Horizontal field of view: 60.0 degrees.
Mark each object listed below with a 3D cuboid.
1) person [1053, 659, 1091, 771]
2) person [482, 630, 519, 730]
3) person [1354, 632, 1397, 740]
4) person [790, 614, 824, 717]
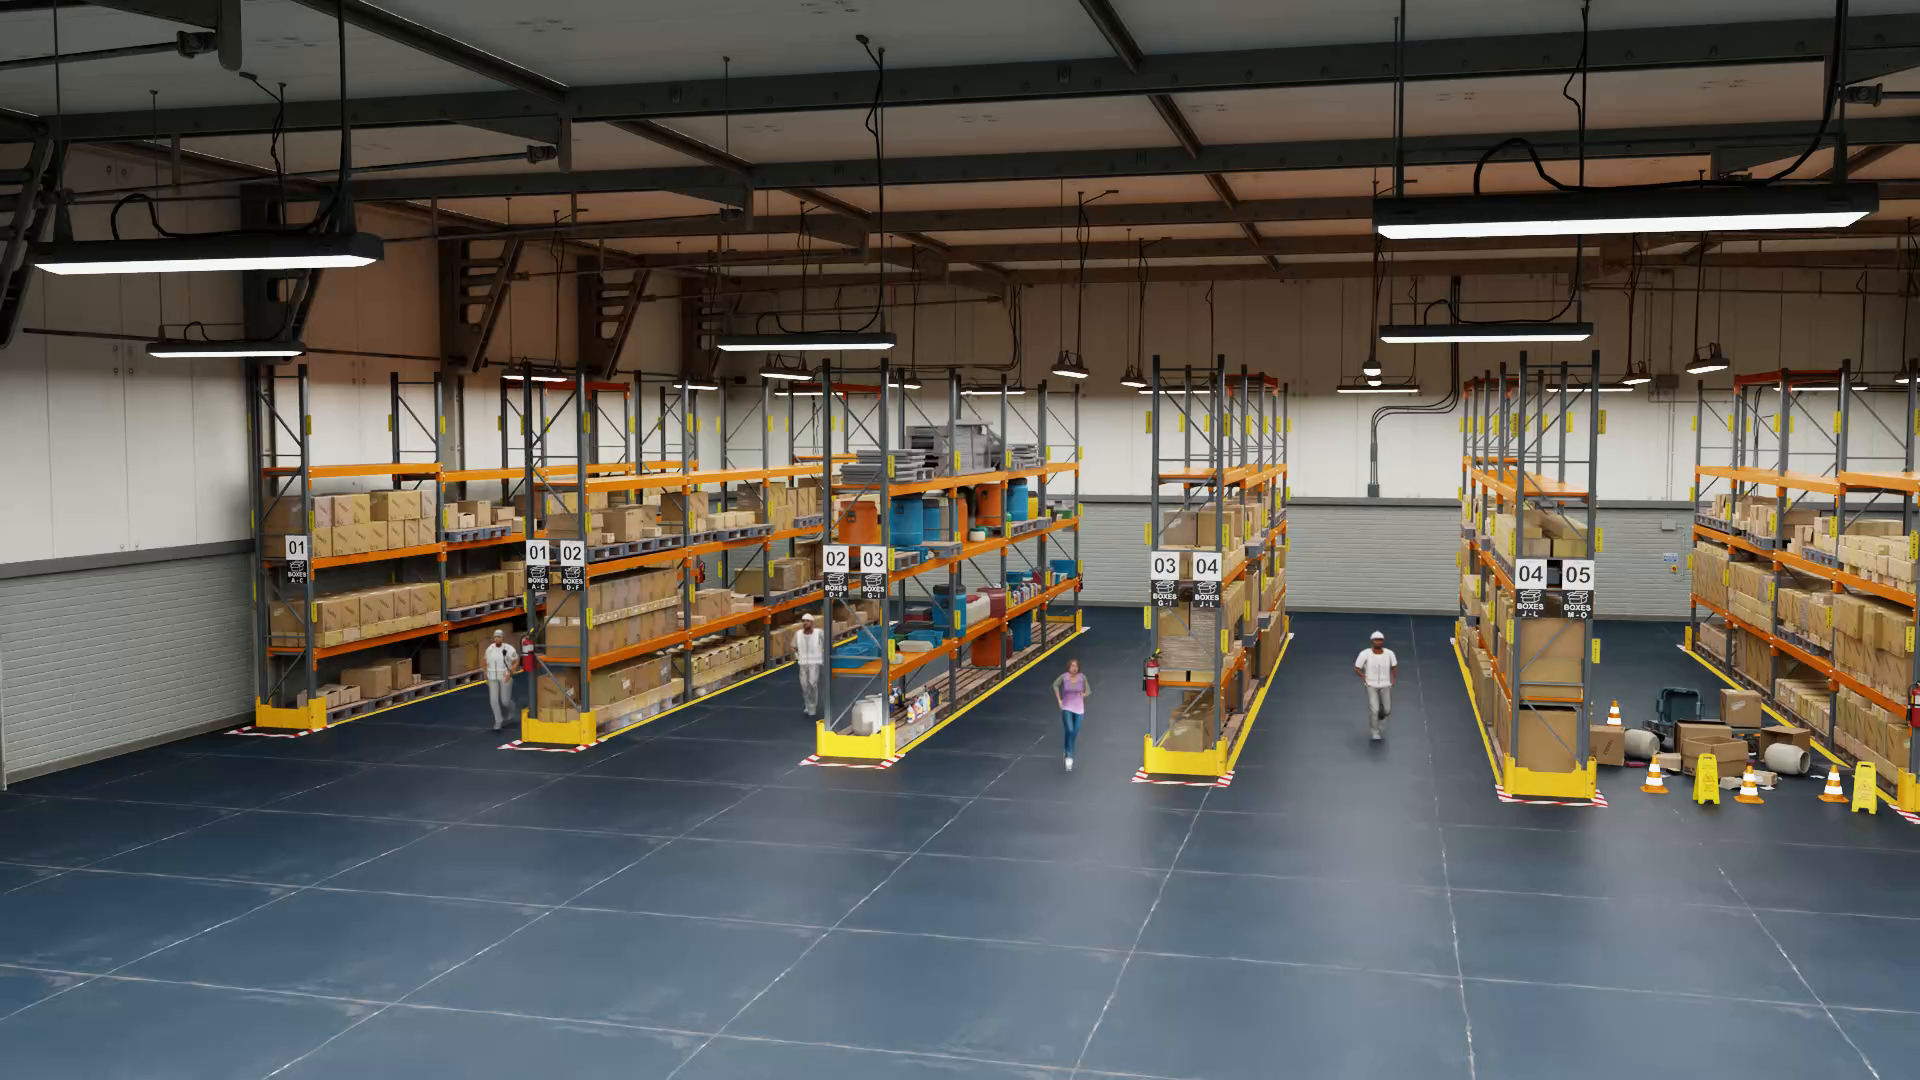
[{"bbox_3d":[1.649,2.533,24.391,0.516,1.623,0.753,-1,4,-10],"label":"person"},{"bbox_3d":[-7.613,2.292,27.558,0.625,1.629,0.572,0,4,3],"label":"person"},{"bbox_3d":[6.644,2.316,26.498,0.696,1.717,0.605,0,4,2],"label":"person"},{"bbox_3d":[-2.594,2.152,28.592,0.682,1.776,0.666,1,4,10],"label":"person"}]
